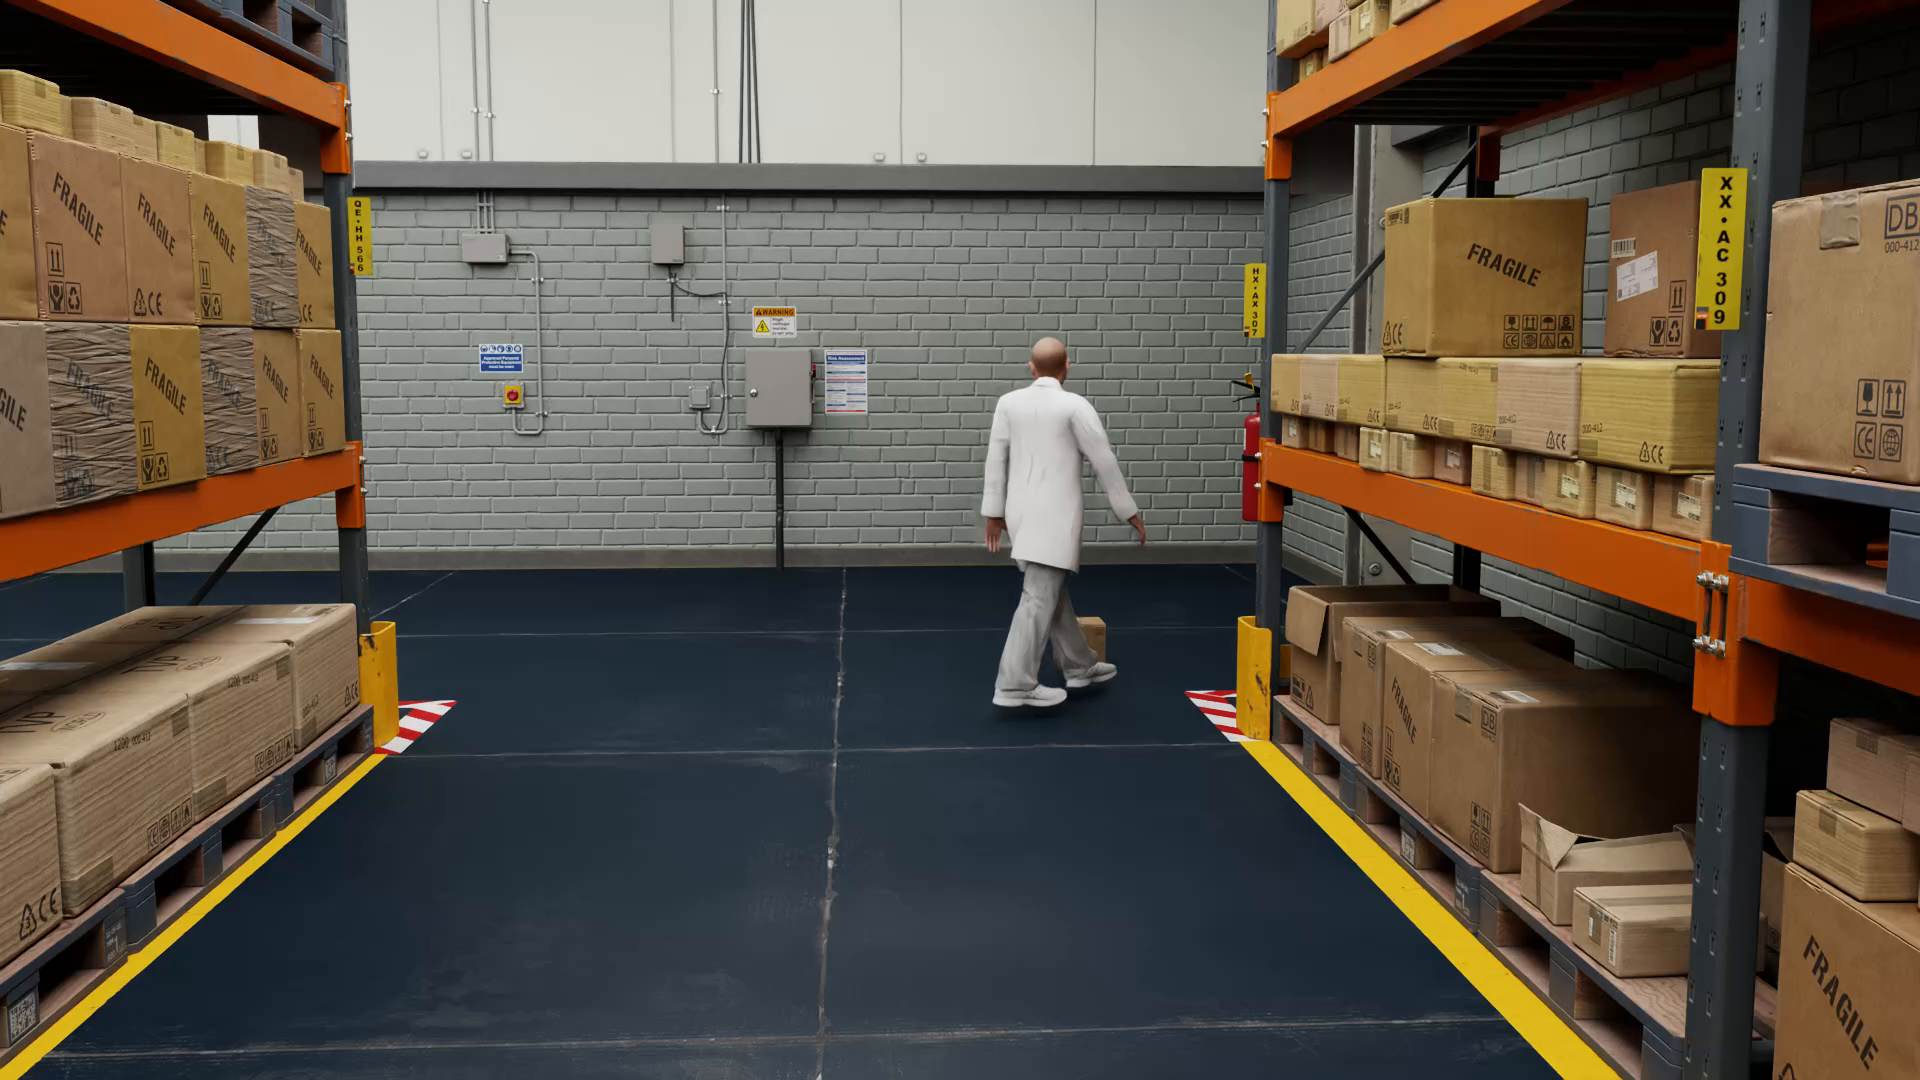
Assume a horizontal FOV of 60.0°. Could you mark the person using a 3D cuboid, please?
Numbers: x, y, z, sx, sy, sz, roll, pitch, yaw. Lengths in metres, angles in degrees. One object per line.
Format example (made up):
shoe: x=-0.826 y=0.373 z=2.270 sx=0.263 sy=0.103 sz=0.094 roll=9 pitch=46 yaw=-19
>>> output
person: x=0.504 y=-0.103 z=8.035 sx=0.700 sy=1.738 sz=0.938 roll=6 pitch=9 yaw=43
